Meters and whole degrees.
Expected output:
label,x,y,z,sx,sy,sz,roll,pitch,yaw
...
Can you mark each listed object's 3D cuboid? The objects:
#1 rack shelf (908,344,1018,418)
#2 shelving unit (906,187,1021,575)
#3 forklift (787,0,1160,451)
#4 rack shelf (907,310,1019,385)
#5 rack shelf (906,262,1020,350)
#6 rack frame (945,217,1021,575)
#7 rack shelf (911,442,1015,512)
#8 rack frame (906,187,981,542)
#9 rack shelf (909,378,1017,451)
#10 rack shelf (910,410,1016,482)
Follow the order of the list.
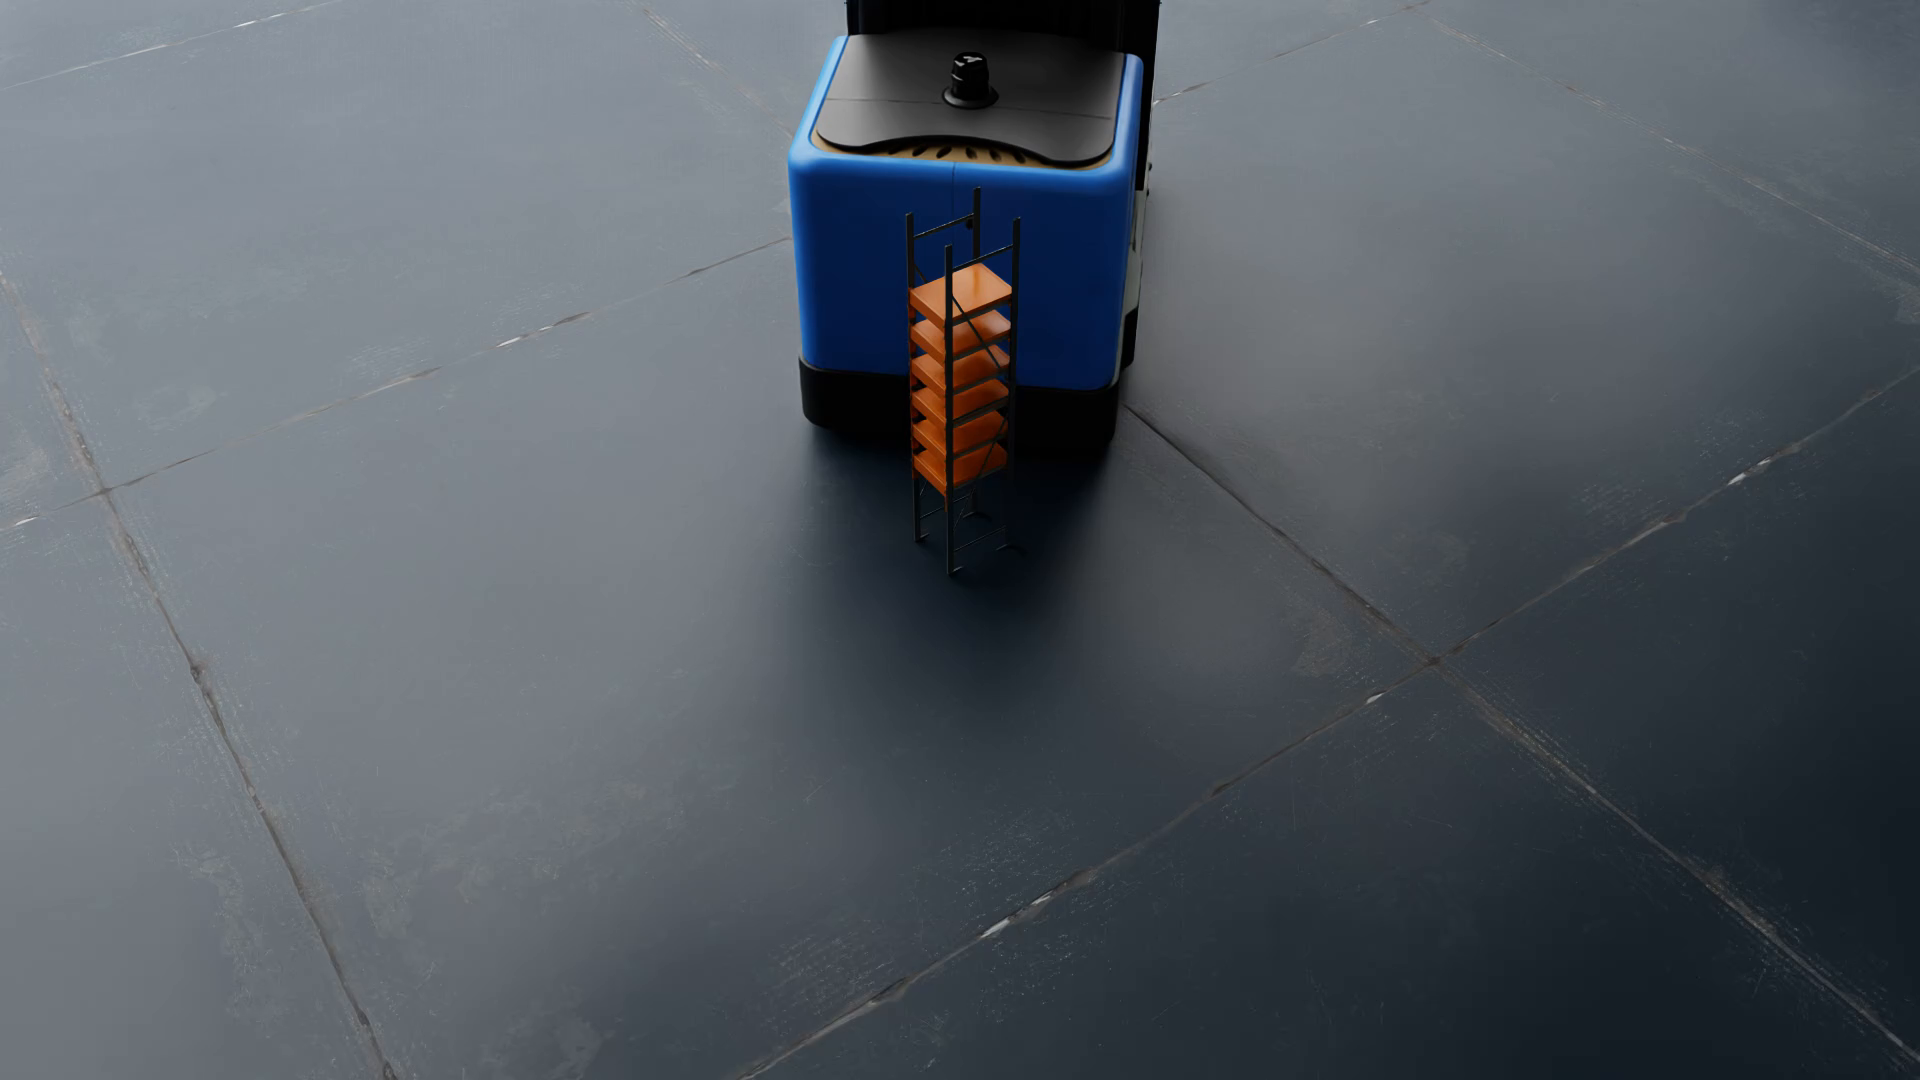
label,x,y,z,sx,sy,sz,roll,pitch,yaw
rack shelf,0.008,-0.480,4.775,0.258,0.103,0.180,-26,49,-24
shelving unit,0.008,-0.426,4.827,0.258,1.200,0.189,-26,49,-24
forklift,0.181,-2.376,5.616,1.130,2.935,3.031,5,44,6
rack shelf,0.008,-0.567,4.692,0.258,0.103,0.180,-26,49,-24
rack shelf,0.008,-0.654,4.609,0.258,0.103,0.180,-26,49,-24
rack frame,0.061,-0.374,4.773,0.240,1.200,0.006,-26,49,-24
rack shelf,0.008,-0.220,5.024,0.258,0.103,0.180,-26,49,-24
rack frame,-0.044,-0.478,4.881,0.240,1.200,0.006,-26,49,-24
rack shelf,0.008,-0.394,4.858,0.258,0.103,0.180,-26,49,-24
rack shelf,0.008,-0.307,4.941,0.258,0.103,0.180,-26,49,-24
